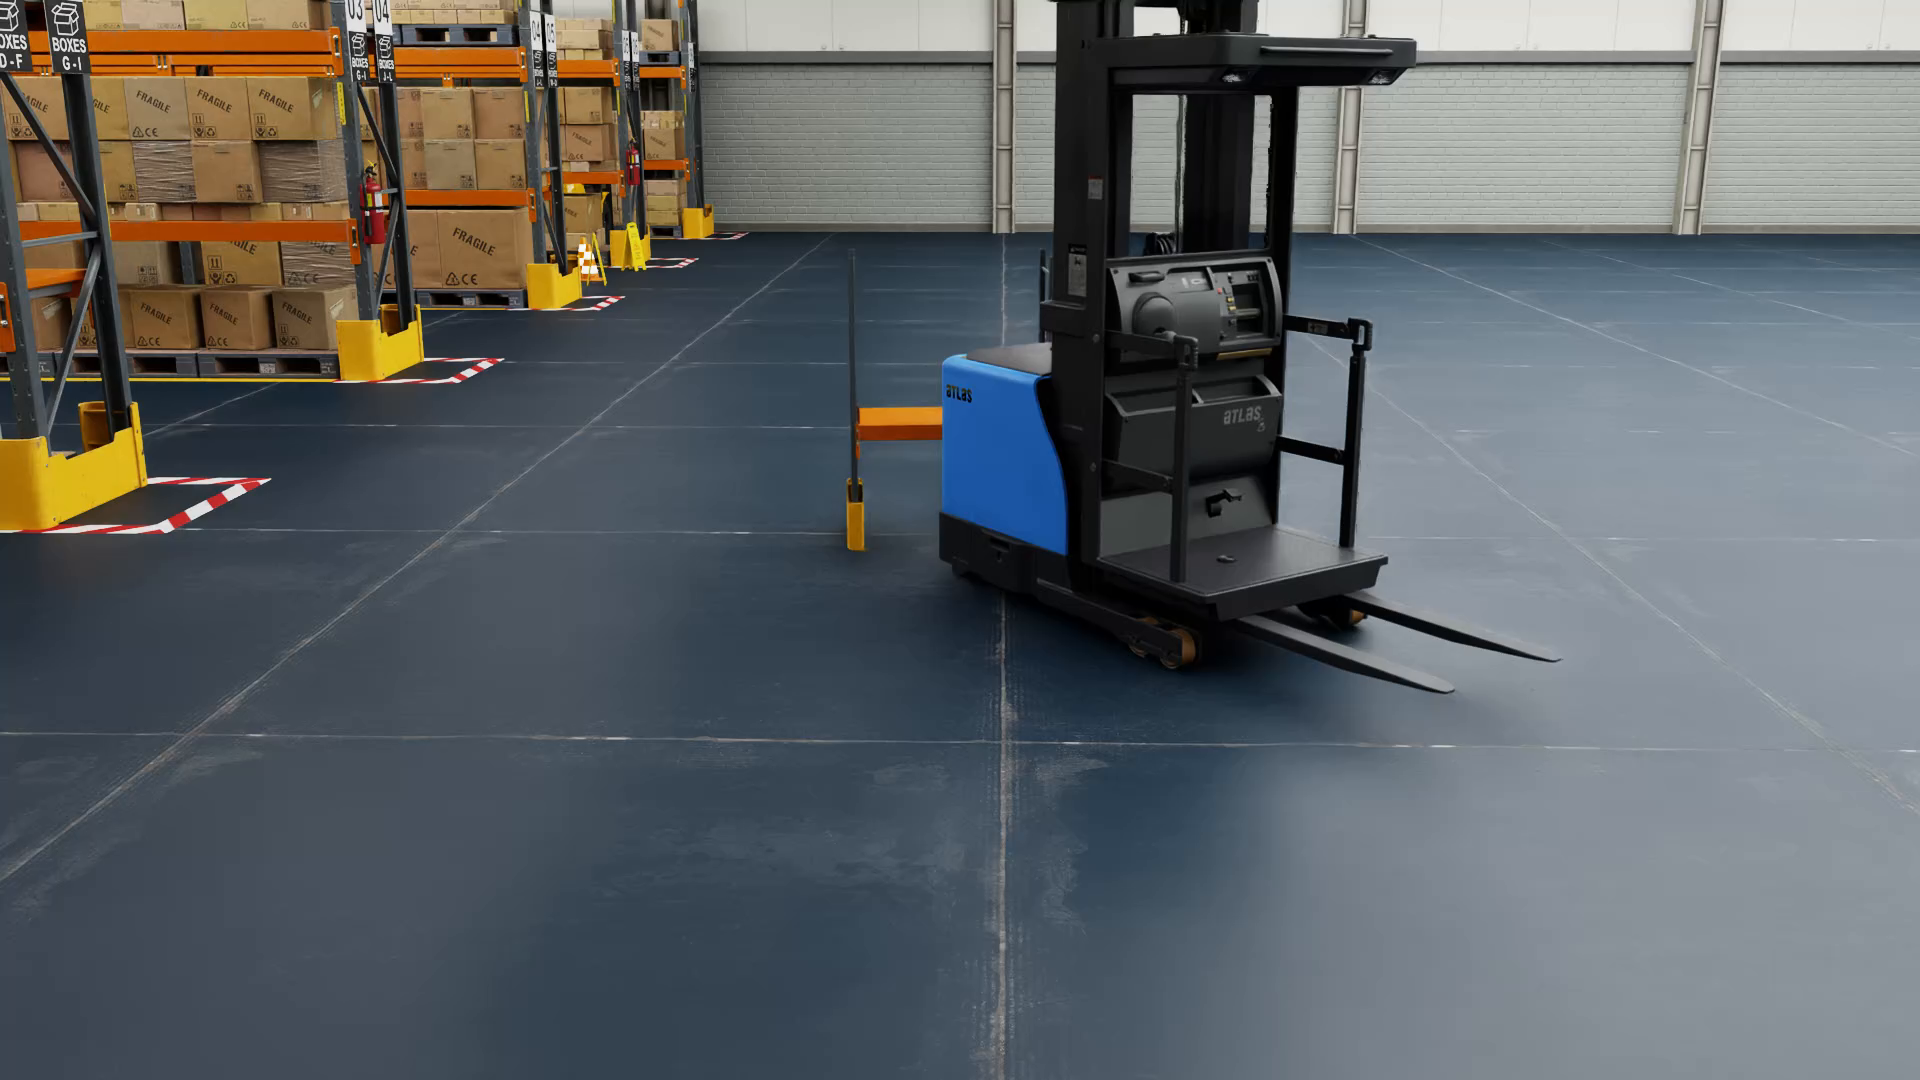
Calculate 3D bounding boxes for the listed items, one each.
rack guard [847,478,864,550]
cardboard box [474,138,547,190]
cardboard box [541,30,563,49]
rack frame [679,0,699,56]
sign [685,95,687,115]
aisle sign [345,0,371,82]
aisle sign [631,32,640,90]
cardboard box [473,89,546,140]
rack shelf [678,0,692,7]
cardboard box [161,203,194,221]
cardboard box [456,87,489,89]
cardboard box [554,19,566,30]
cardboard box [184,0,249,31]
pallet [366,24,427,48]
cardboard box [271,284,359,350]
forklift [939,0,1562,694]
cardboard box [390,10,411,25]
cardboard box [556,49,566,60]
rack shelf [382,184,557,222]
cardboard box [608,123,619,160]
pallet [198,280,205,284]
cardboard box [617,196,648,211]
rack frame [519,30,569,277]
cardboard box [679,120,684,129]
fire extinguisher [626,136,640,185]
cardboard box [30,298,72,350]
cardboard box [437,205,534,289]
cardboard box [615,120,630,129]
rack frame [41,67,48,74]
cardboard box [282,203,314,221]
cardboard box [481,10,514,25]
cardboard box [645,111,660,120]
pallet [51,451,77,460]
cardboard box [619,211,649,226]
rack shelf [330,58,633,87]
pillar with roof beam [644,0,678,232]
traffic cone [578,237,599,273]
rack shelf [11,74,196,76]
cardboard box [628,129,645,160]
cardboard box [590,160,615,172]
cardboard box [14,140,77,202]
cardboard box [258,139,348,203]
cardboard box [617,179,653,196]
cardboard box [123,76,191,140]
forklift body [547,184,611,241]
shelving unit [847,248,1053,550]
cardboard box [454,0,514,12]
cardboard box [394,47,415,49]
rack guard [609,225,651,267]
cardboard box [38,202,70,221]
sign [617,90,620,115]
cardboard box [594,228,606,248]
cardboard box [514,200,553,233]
[{"bbox_3d":[-0.560,-0.143,8.892,0.087,0.250,0.587,-1,15,-4],"label":"rack guard"},{"bbox_3d":[-5.068,-4.254,18.791,0.550,0.550,0.875,0,15,1],"label":"cardboard box"},{"bbox_3d":[-5.692,-6.917,23.009,0.500,0.250,0.500,0,15,1],"label":"cardboard box"},{"bbox_3d":[-4.548,-9.621,27.665,0.127,3.000,1.000,0,15,1],"label":"rack frame"},{"bbox_3d":[-4.575,-7.256,27.728,0.005,0.325,0.100,0,15,1],"label":"sign"},{"bbox_3d":[-4.869,-4.107,13.430,0.004,0.787,0.394,0,15,1],"label":"aisle sign"},{"bbox_3d":[-4.601,-6.790,23.598,0.004,0.787,0.394,0,15,1],"label":"aisle sign"},{"bbox_3d":[-5.066,-4.798,18.734,0.550,0.550,0.875,0,15,1],"label":"cardboard box"},{"bbox_3d":[-6.547,-9.092,27.857,4.000,0.370,1.077,0,15,1],"label":"rack shelf"},{"bbox_3d":[-6.464,-2.758,13.907,0.250,0.149,0.380,0,15,1],"label":"cardboard box"},{"bbox_3d":[-6.700,-6.098,23.335,0.500,0.500,0.700,0,15,1],"label":"cardboard box"},{"bbox_3d":[-5.529,-7.104,22.935,0.250,0.149,0.380,0,15,1],"label":"cardboard box"},{"bbox_3d":[-5.911,-4.245,13.465,0.500,0.250,0.500,0,15,2],"label":"cardboard box"},{"bbox_3d":[-6.661,-5.608,18.509,1.213,0.211,1.003,0,15,1],"label":"pallet"},{"bbox_3d":[-5.547,-1.929,14.350,0.500,0.500,0.500,3,15,12],"label":"cardboard box"},{"bbox_3d":[1.144,-1.026,6.982,1.130,2.935,3.031,-10,18,-33],"label":"forklift"},{"bbox_3d":[-6.055,-5.694,18.134,0.250,0.149,0.380,0,15,1],"label":"cardboard box"},{"bbox_3d":[-5.549,-6.717,23.034,0.250,0.149,0.380,1,15,3],"label":"cardboard box"},{"bbox_3d":[-6.695,-3.856,18.986,4.000,0.370,1.077,0,15,1],"label":"rack shelf"},{"bbox_3d":[-5.137,-5.720,23.861,0.500,0.500,0.500,0,15,1],"label":"cardboard box"},{"bbox_3d":[-9.468,-2.854,19.245,1.213,0.211,1.003,0,15,1],"label":"pallet"},{"bbox_3d":[-5.543,-5.765,28.396,0.500,0.250,0.500,0,15,1],"label":"cardboard box"},{"bbox_3d":[-4.696,-4.191,18.845,0.127,3.000,1.000,0,15,1],"label":"rack frame"},{"bbox_3d":[-4.880,-7.150,28.594,0.250,0.149,0.380,0,15,0],"label":"cardboard box"},{"bbox_3d":[-4.568,-5.298,23.194,0.183,0.674,0.296,0,15,1],"label":"fire extinguisher"},{"bbox_3d":[-7.951,-1.933,14.362,0.500,0.500,0.500,5,16,19],"label":"cardboard box"},{"bbox_3d":[-5.376,-3.354,19.015,0.875,0.875,0.875,0,15,2],"label":"cardboard box"},{"bbox_3d":[-5.663,-7.028,28.132,0.250,0.149,0.380,0,15,1],"label":"cardboard box"},{"bbox_3d":[-12.668,-5.506,23.829,0.127,3.000,1.000,0,15,1],"label":"rack frame"},{"bbox_3d":[-5.464,-2.756,13.899,0.250,0.149,0.380,0,15,1],"label":"cardboard box"},{"bbox_3d":[-5.037,-5.687,18.108,0.250,0.149,0.380,0,15,1],"label":"cardboard box"},{"bbox_3d":[-5.158,-7.168,28.078,0.250,0.149,0.380,0,15,2],"label":"cardboard box"},{"bbox_3d":[-5.939,-0.310,9.603,1.213,0.211,1.003,0,15,1],"label":"pallet"},{"bbox_3d":[-5.522,-5.521,28.455,0.500,0.250,0.500,0,15,1],"label":"cardboard box"},{"bbox_3d":[-6.670,-6.569,23.390,4.000,0.370,1.077,0,15,1],"label":"rack shelf"},{"bbox_3d":[-5.330,-8.757,24.392,0.400,9.000,9.100,0,15,1],"label":"pillar with roof beam"},{"bbox_3d":[-5.133,-3.901,22.719,0.334,0.463,0.336,0,15,1],"label":"traffic cone"},{"bbox_3d":[-14.544,-7.887,28.386,4.000,0.370,1.077,0,15,1],"label":"rack shelf"},{"bbox_3d":[-5.565,-6.710,28.197,0.500,0.500,0.500,1,15,3],"label":"cardboard box"},{"bbox_3d":[-5.050,-5.280,23.466,0.250,0.149,0.380,1,15,3],"label":"cardboard box"},{"bbox_3d":[-7.473,-3.136,14.069,0.500,0.500,0.875,0,15,1],"label":"cardboard box"},{"bbox_3d":[-5.473,-3.129,14.042,0.500,0.500,0.875,0,15,1],"label":"cardboard box"},{"bbox_3d":[-5.526,-6.002,28.316,0.500,0.250,0.500,1,15,2],"label":"cardboard box"},{"bbox_3d":[-6.480,-3.549,13.671,0.500,0.500,0.500,0,15,1],"label":"cardboard box"},{"bbox_3d":[-6.490,-5.856,26.822,1.214,2.155,2.313,0,15,1],"label":"forklift body"},{"bbox_3d":[-0.063,-0.756,8.765,1.083,1.500,0.587,-1,15,-4],"label":"shelving unit"},{"bbox_3d":[-5.192,-5.896,18.119,0.500,0.250,0.500,1,15,2],"label":"cardboard box"},{"bbox_3d":[-7.721,-6.928,23.050,0.500,0.250,0.500,0,15,1],"label":"cardboard box"},{"bbox_3d":[-4.747,-4.246,23.953,0.348,0.500,1.175,0,15,1],"label":"rack guard"},{"bbox_3d":[-7.465,-2.751,13.881,0.250,0.149,0.380,0,15,1],"label":"cardboard box"},{"bbox_3d":[-4.705,-6.025,22.908,0.005,0.325,0.100,0,15,1],"label":"sign"},{"bbox_3d":[-5.470,-4.403,24.216,0.500,0.250,0.500,0,15,1],"label":"cardboard box"},{"bbox_3d":[-6.000,-4.631,23.611,0.500,0.500,0.500,1,15,4],"label":"cardboard box"}]
